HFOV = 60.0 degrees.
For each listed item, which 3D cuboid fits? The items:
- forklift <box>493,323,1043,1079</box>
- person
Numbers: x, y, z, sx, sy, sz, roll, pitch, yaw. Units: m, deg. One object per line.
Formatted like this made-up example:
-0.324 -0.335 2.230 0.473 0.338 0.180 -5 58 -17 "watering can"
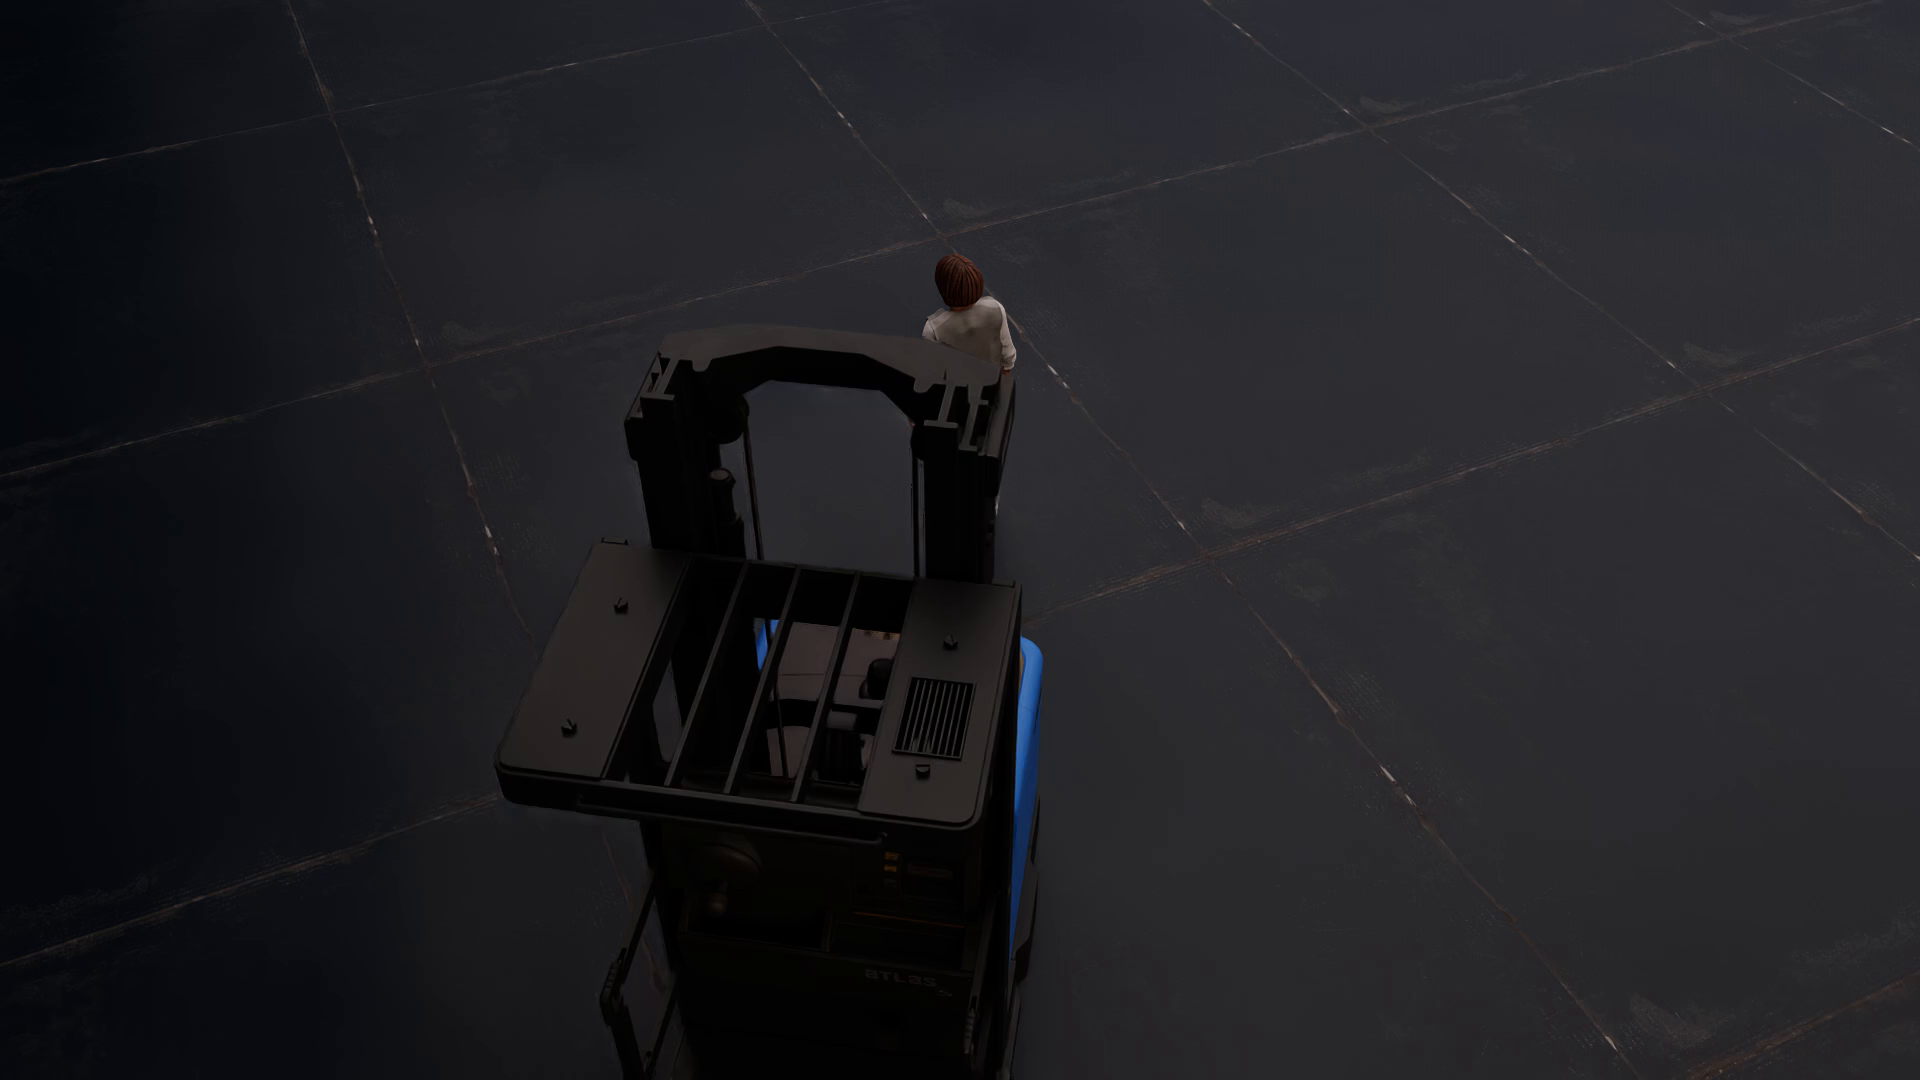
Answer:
-0.429 1.002 4.607 1.130 2.935 3.031 6 43 6 "forklift"
-0.019 -0.639 7.333 0.521 1.599 0.473 -18 46 -18 "person"
